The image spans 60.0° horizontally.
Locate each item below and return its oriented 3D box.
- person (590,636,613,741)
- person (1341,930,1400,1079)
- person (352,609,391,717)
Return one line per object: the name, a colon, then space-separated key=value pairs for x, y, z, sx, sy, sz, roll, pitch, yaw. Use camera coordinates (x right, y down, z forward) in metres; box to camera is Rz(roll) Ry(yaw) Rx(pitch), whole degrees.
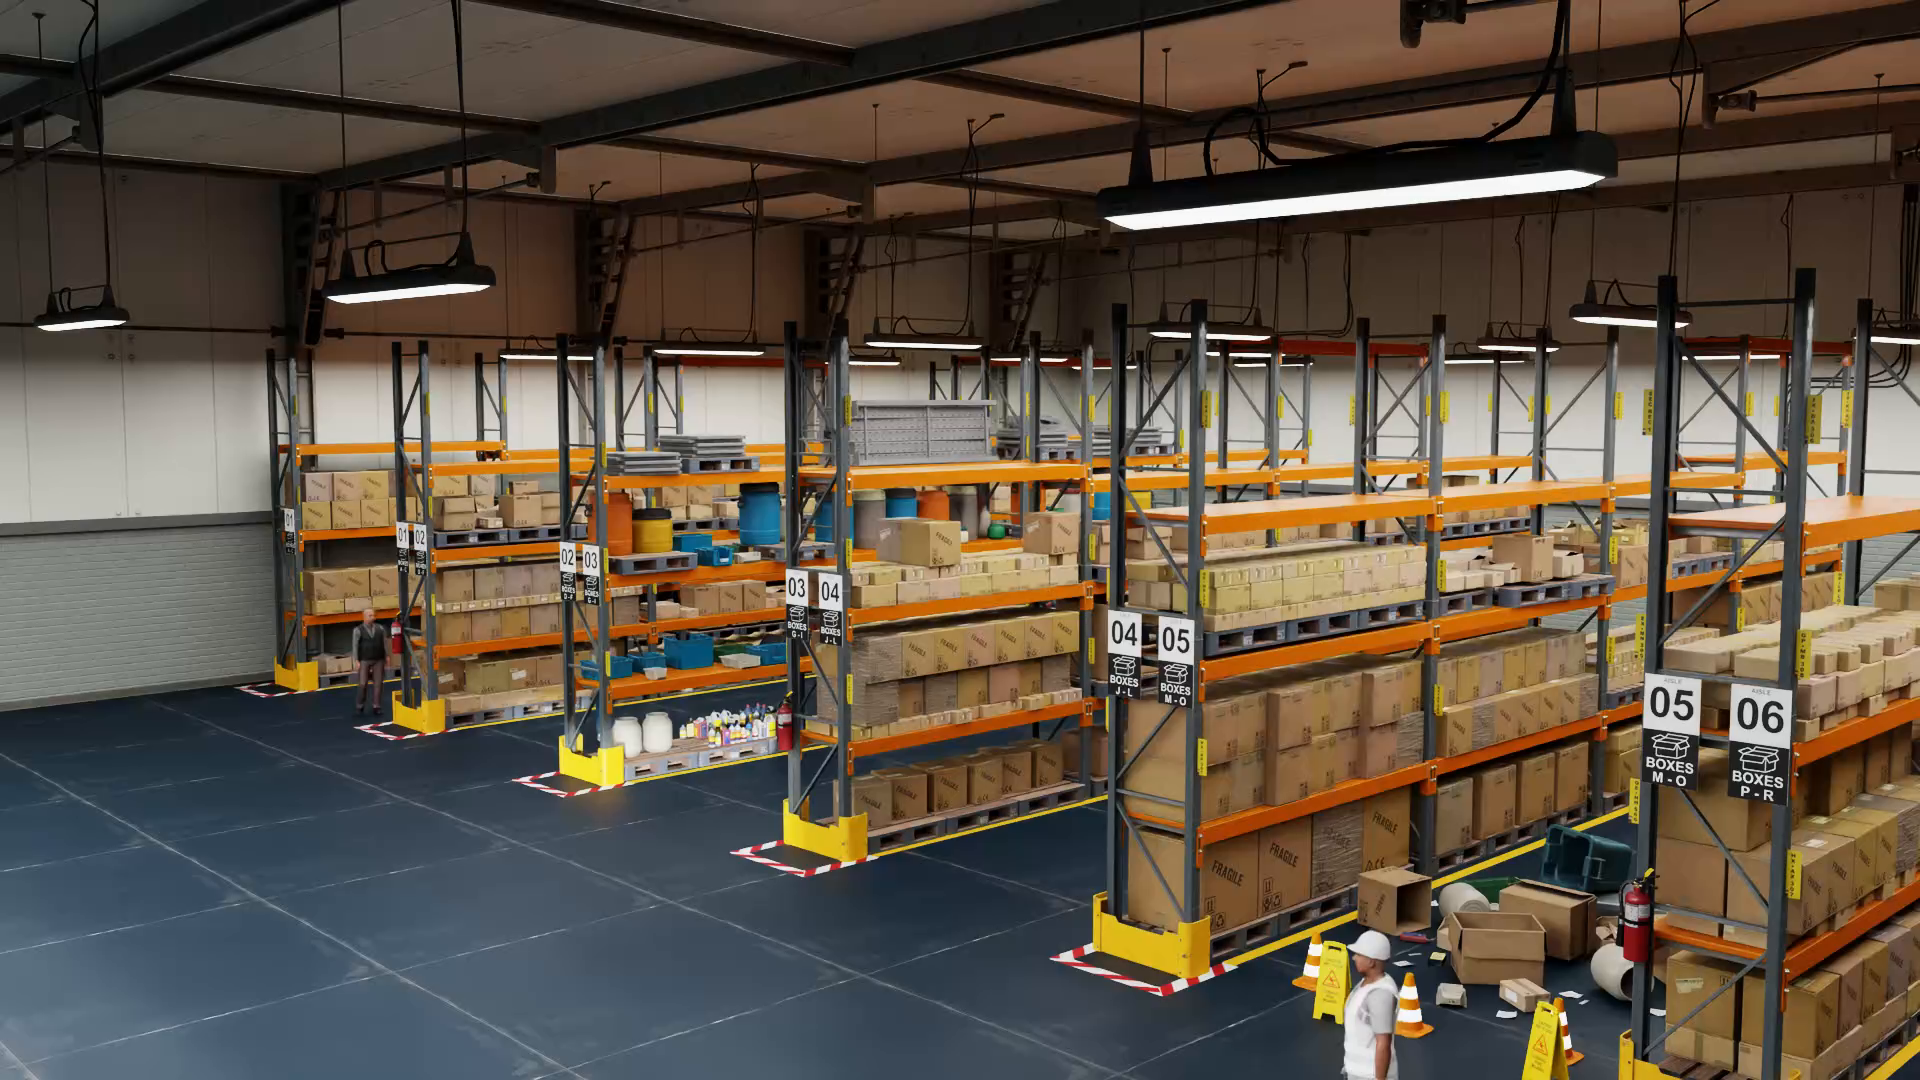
person: x=-5.350 y=2.211 z=24.902 sx=0.322 sy=1.608 sz=0.431 roll=4 pitch=7 yaw=40
person: x=2.559 y=3.378 z=10.463 sx=0.388 sy=1.822 sz=0.657 roll=1 pitch=5 yaw=13
person: x=-9.538 y=1.988 z=26.958 sx=0.590 sy=1.741 sz=0.415 roll=-3 pitch=6 yaw=-31
